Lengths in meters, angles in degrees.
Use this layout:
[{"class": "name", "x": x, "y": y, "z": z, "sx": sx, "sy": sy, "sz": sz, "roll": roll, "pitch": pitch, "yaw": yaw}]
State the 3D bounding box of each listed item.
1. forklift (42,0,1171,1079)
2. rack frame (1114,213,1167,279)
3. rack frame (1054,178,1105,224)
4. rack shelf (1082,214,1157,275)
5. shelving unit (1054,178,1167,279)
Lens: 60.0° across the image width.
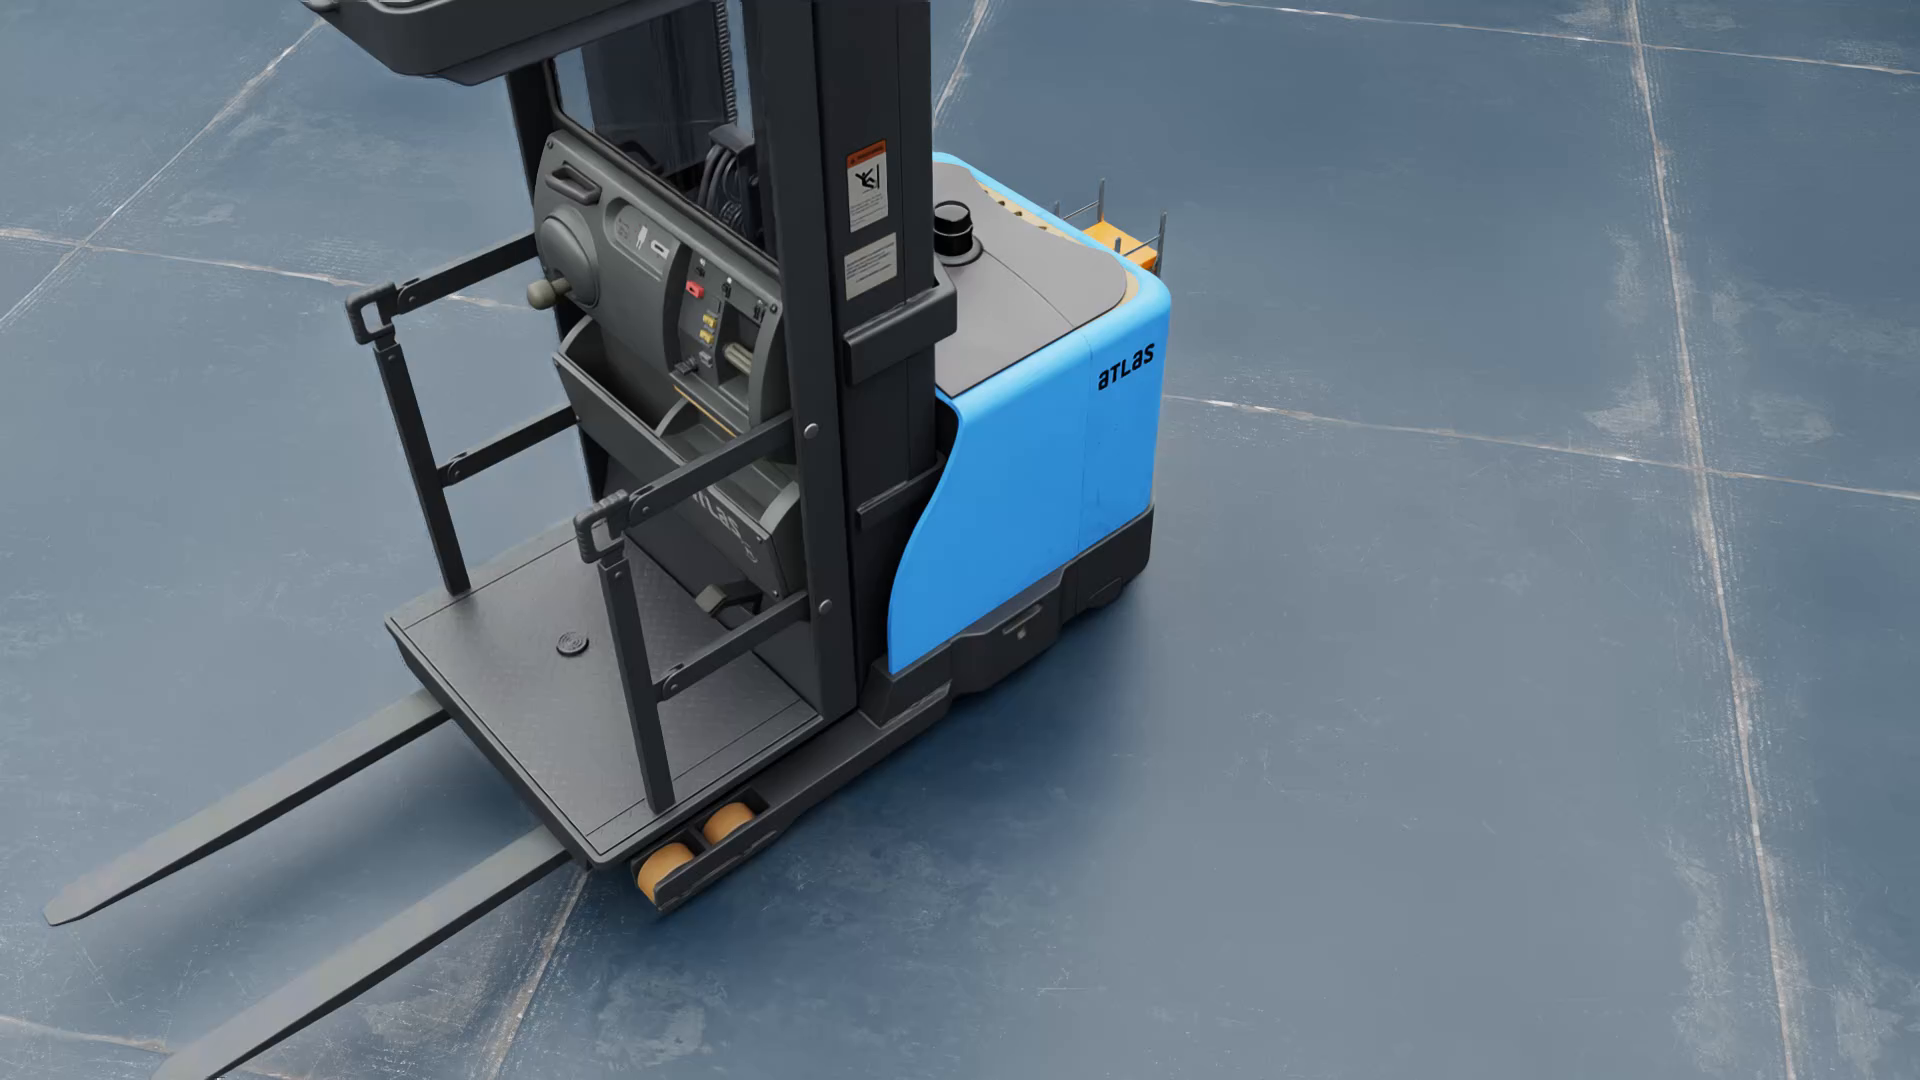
[{"class": "forklift", "x": -0.858, "y": -0.528, "z": 3.685, "sx": 3.031, "sy": 2.935, "sz": 1.130, "roll": -32, "pitch": 52, "yaw": -29}, {"class": "rack frame", "x": 0.505, "y": -0.499, "z": 5.011, "sx": 0.200, "sy": 1.050, "sz": 0.008, "roll": -31, "pitch": 52, "yaw": -29}, {"class": "rack frame", "x": 0.343, "y": -0.625, "z": 5.142, "sx": 0.200, "sy": 1.050, "sz": 0.008, "roll": -31, "pitch": 52, "yaw": -29}, {"class": "rack shelf", "x": 0.425, "y": -0.760, "z": 4.887, "sx": 0.215, "sy": 0.259, "sz": 0.240, "roll": -31, "pitch": 52, "yaw": -29}, {"class": "shelving unit", "x": 0.424, "y": -0.562, "z": 5.076, "sx": 0.215, "sy": 1.050, "sz": 0.252, "roll": -31, "pitch": 52, "yaw": -29}]
